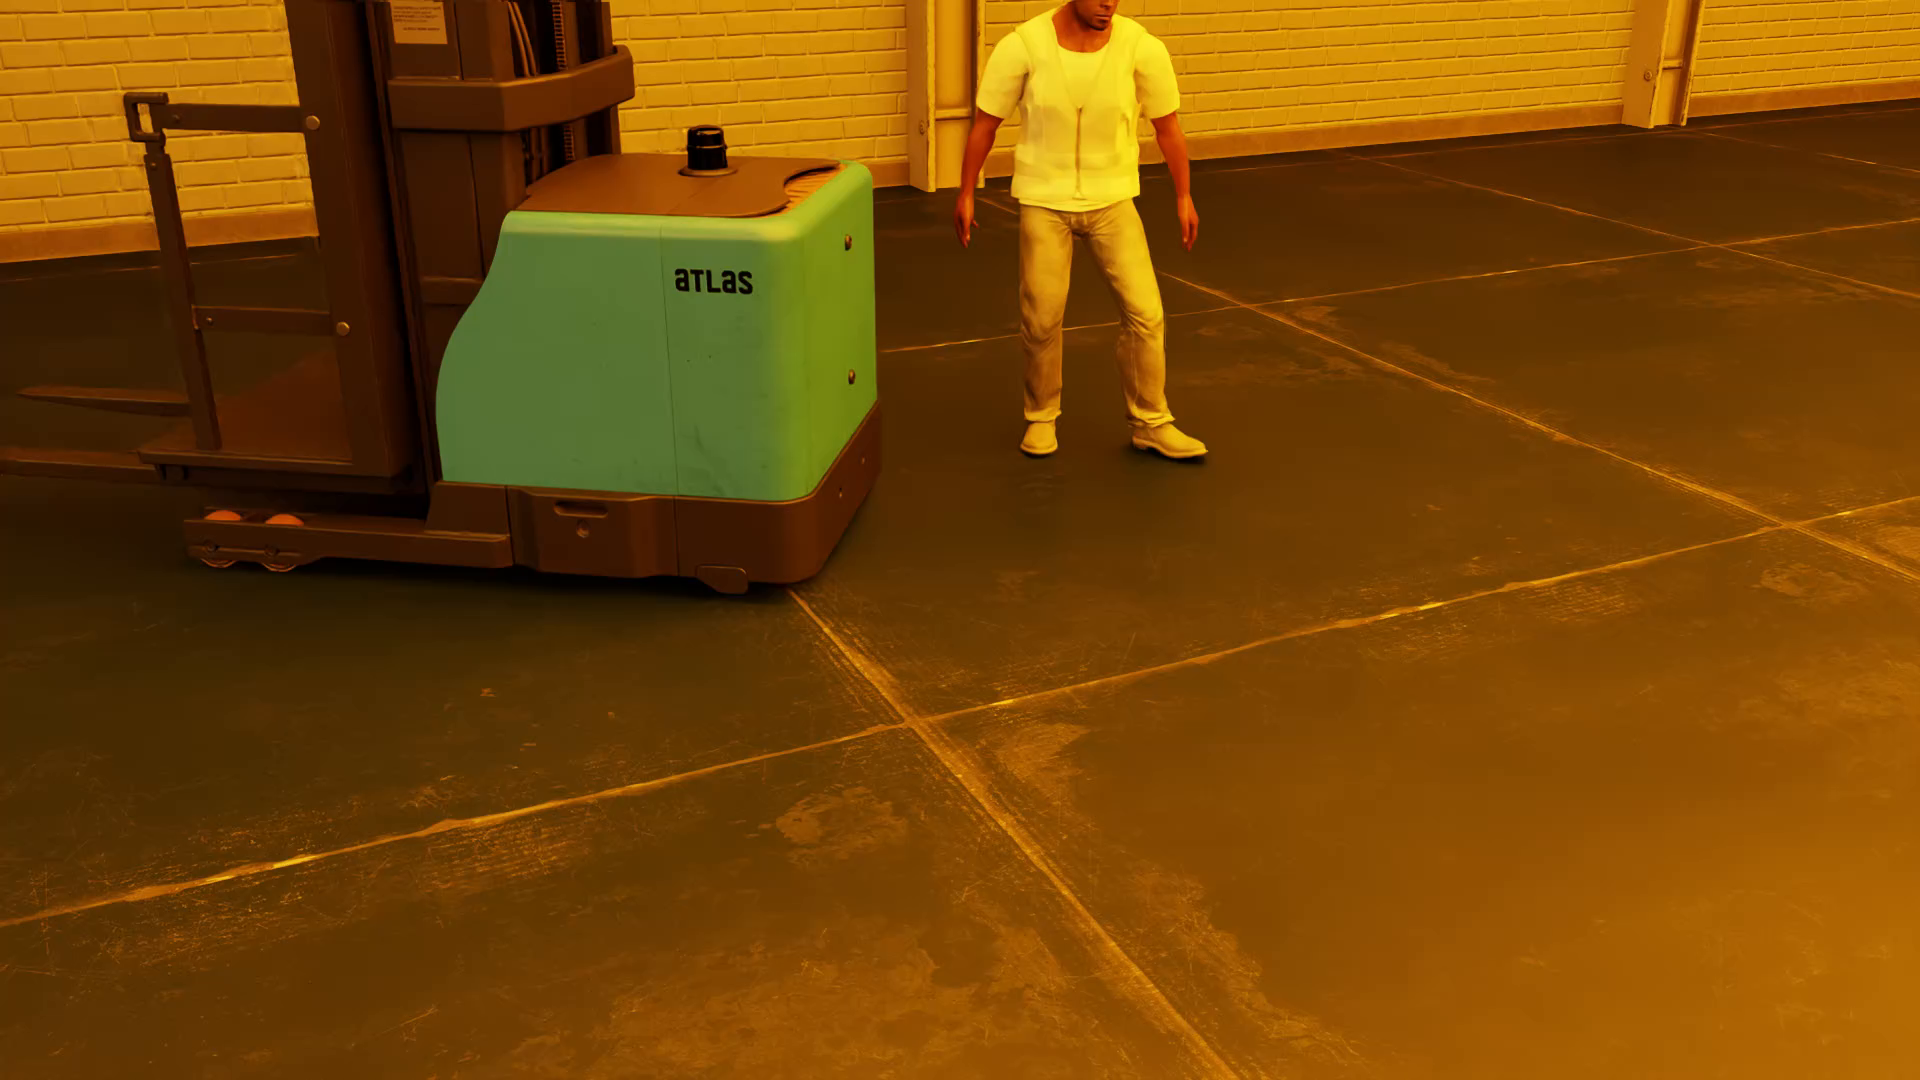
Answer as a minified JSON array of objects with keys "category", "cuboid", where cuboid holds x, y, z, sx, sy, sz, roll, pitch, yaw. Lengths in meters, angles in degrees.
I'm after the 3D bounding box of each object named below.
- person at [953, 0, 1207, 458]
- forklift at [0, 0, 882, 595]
[{"category":"person","cuboid":[0.414,-1.119,5.547,0.875,1.733,0.449,0,23,-1]},{"category":"forklift","cuboid":[-1.821,-1.454,4.787,3.031,2.935,1.130,4,23,9]}]
